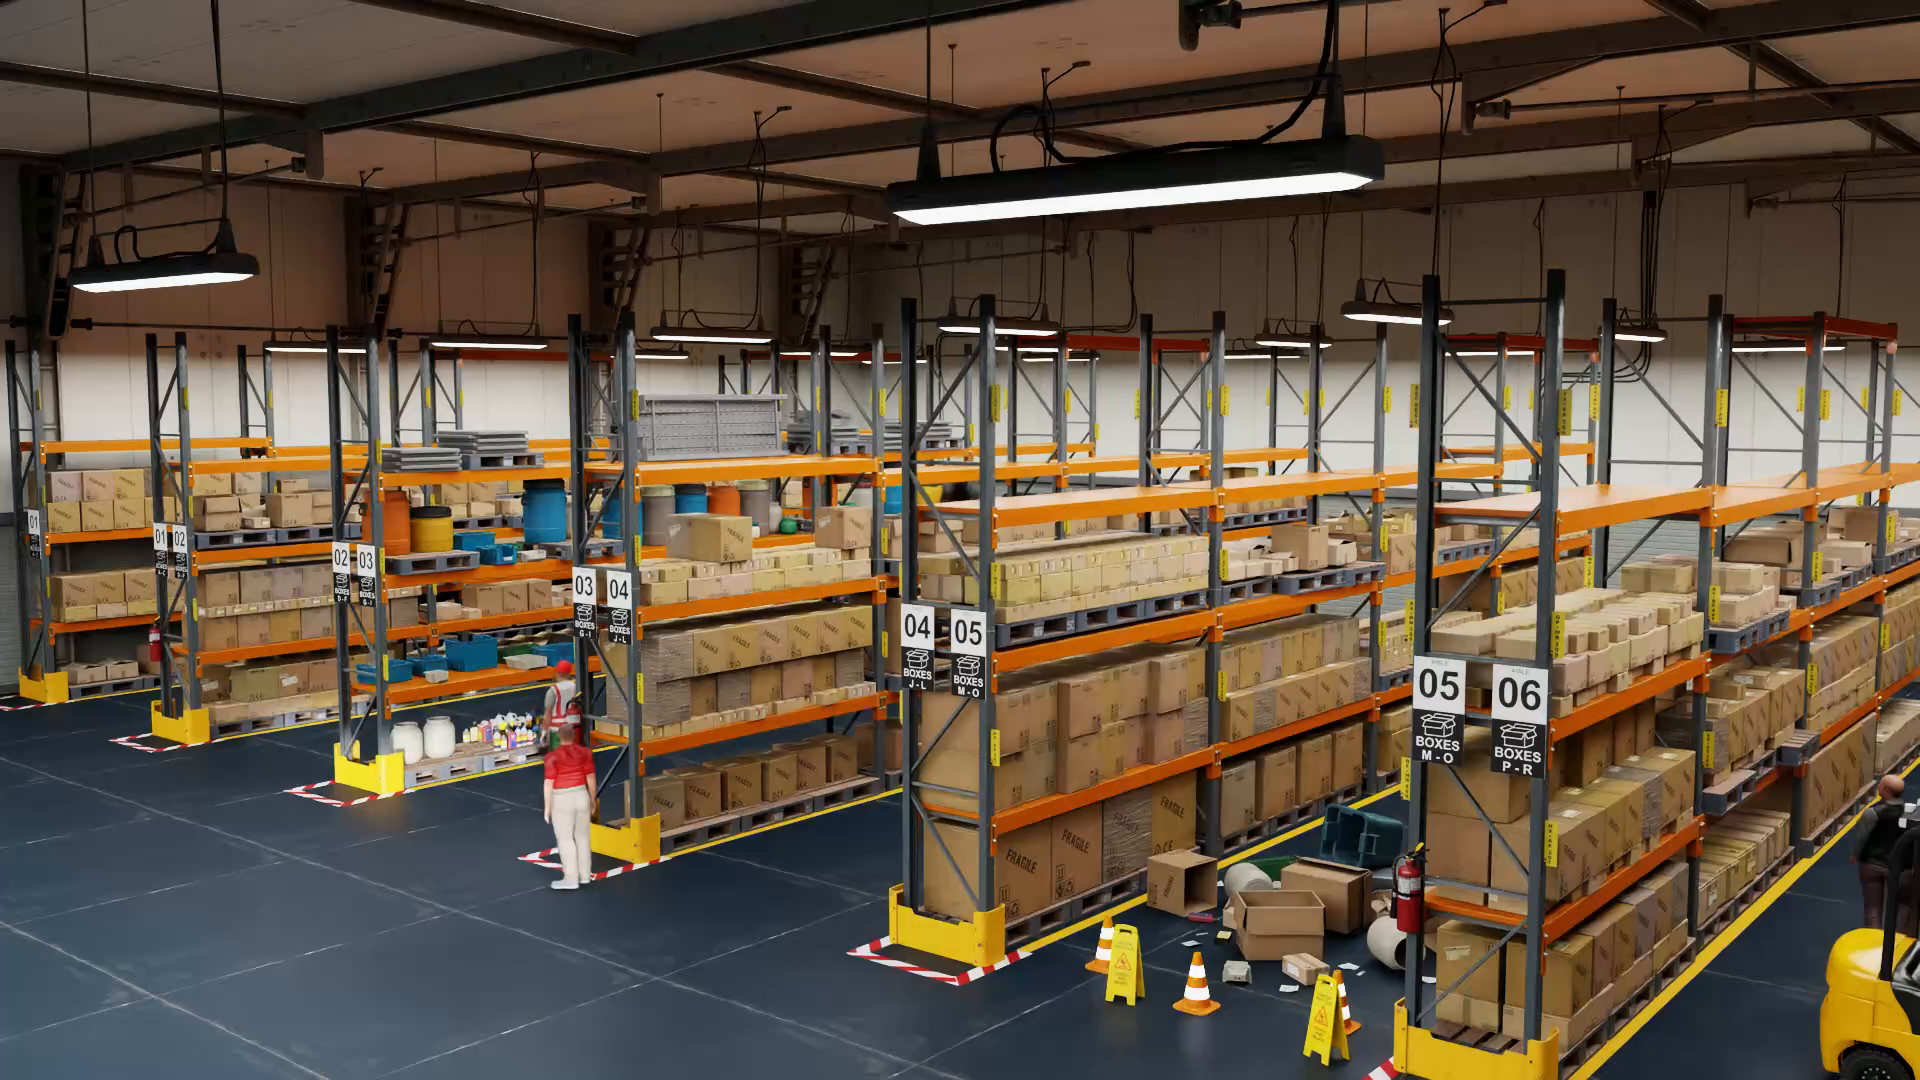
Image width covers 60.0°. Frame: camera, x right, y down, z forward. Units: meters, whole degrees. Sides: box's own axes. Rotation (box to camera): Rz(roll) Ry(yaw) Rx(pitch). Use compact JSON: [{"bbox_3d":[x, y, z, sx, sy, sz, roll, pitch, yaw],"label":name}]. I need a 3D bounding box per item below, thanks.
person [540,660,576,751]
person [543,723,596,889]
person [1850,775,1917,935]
[{"bbox_3d":[-4.962,2.405,20.820,0.351,1.823,0.674,4,7,41],"label":"person"},{"bbox_3d":[-4.063,2.756,17.272,0.574,1.747,0.399,-5,7,-44],"label":"person"},{"bbox_3d":[8.330,2.962,14.946,0.609,1.748,0.689,4,6,35],"label":"person"}]
